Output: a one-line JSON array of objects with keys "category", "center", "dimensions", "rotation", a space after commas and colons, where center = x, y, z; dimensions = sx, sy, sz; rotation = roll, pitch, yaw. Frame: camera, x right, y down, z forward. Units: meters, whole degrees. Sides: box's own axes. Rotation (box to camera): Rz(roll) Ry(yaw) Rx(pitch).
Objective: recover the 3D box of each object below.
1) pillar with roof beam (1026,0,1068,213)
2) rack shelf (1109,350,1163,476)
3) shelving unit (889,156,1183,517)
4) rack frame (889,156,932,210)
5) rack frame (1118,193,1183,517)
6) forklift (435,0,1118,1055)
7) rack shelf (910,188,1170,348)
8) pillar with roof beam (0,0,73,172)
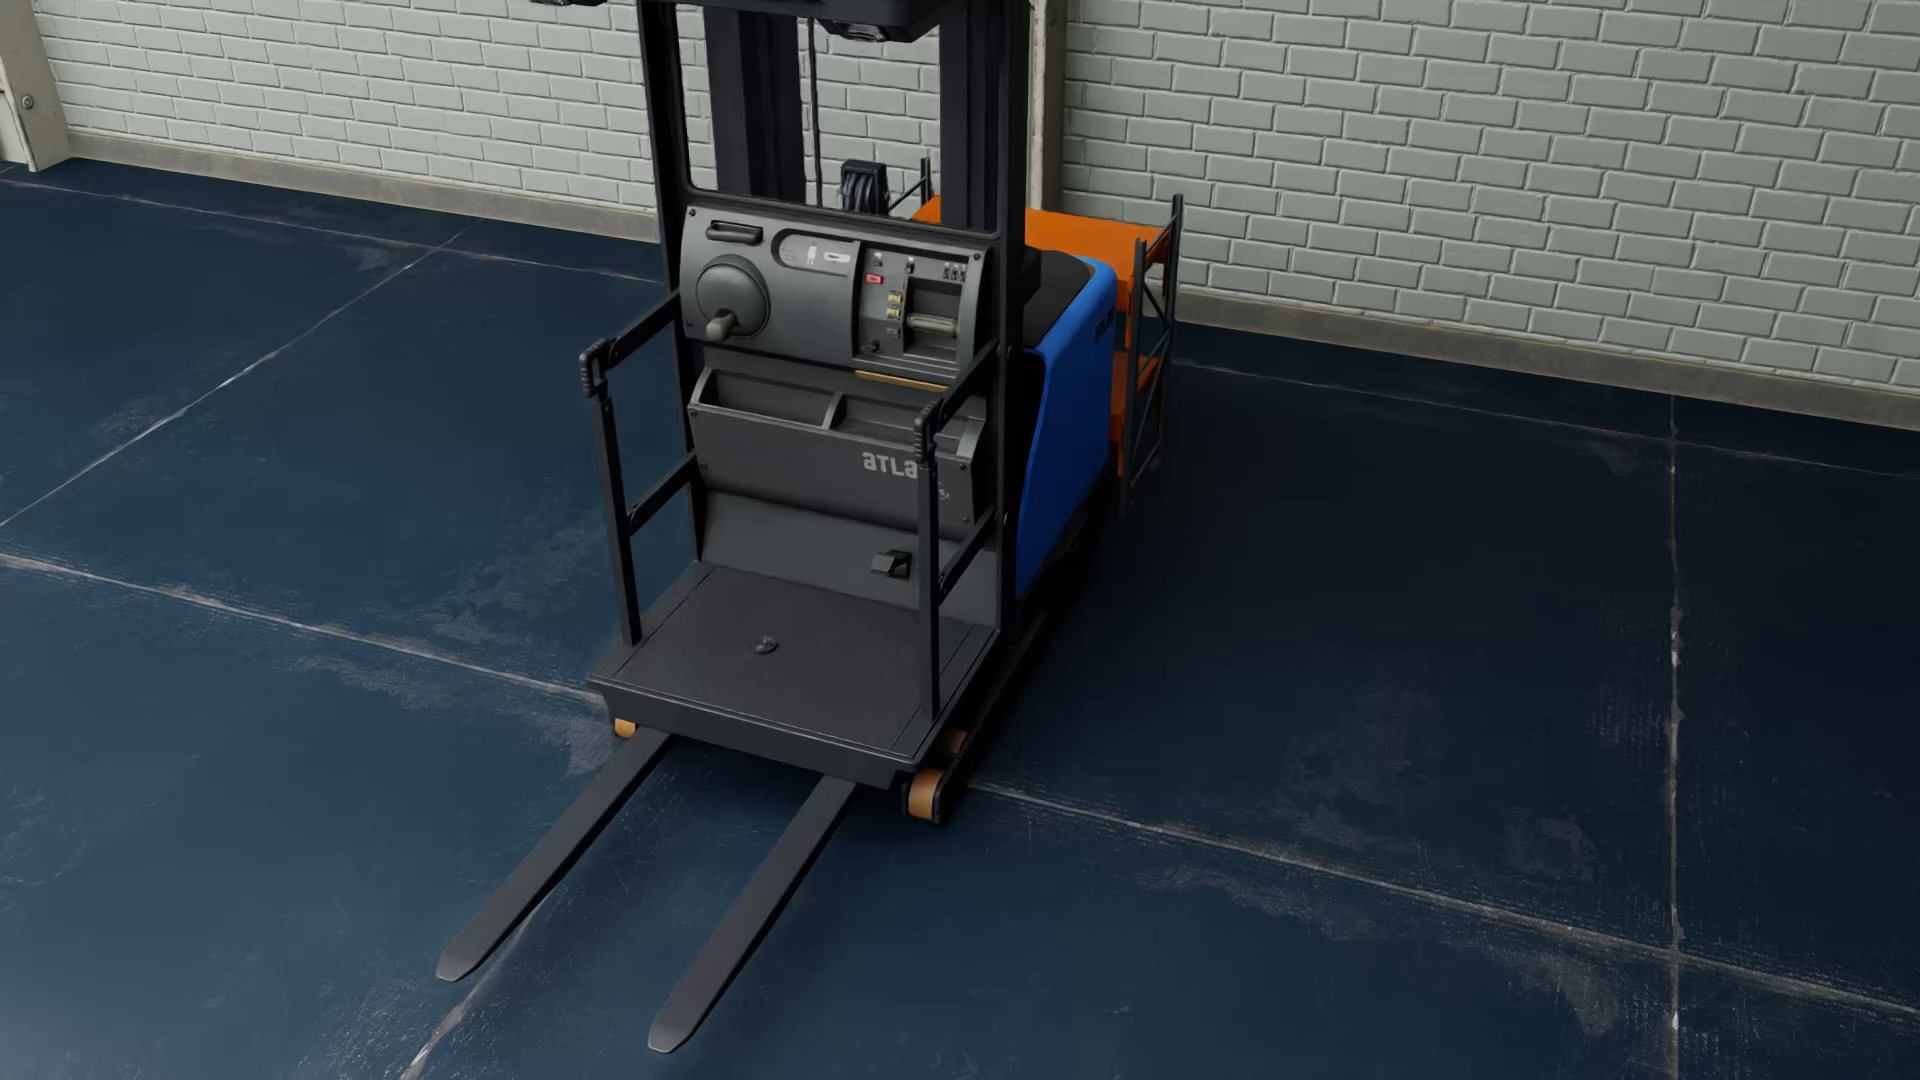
[{"category": "pillar with roof beam", "center": [-1.219, -2.702, 2.139], "dimensions": [0.400, 9.000, 9.100], "rotation": [11, 34, 16]}, {"category": "rack shelf", "center": [0.250, -0.589, 6.576], "dimensions": [1.000, 0.278, 0.538], "rotation": [13, 35, 19]}, {"category": "shelving unit", "center": [0.250, -0.795, 6.444], "dimensions": [1.048, 1.125, 0.538], "rotation": [13, 35, 19]}, {"category": "rack frame", "center": [-0.219, -0.901, 6.608], "dimensions": [0.032, 1.125, 0.500], "rotation": [13, 35, 19]}, {"category": "rack frame", "center": [0.719, -0.688, 6.279], "dimensions": [0.032, 1.125, 0.500], "rotation": [13, 35, 19]}, {"category": "forklift", "center": [-0.449, -0.654, 4.560], "dimensions": [1.130, 2.935, 3.031], "rotation": [12, 35, 18]}, {"category": "rack shelf", "center": [0.250, -1.040, 6.285], "dimensions": [1.000, 0.278, 0.538], "rotation": [13, 35, 19]}, {"category": "pillar with roof beam", "center": [-6.867, -3.800, 3.840], "dimensions": [0.400, 9.000, 9.100], "rotation": [11, 34, 16]}]
